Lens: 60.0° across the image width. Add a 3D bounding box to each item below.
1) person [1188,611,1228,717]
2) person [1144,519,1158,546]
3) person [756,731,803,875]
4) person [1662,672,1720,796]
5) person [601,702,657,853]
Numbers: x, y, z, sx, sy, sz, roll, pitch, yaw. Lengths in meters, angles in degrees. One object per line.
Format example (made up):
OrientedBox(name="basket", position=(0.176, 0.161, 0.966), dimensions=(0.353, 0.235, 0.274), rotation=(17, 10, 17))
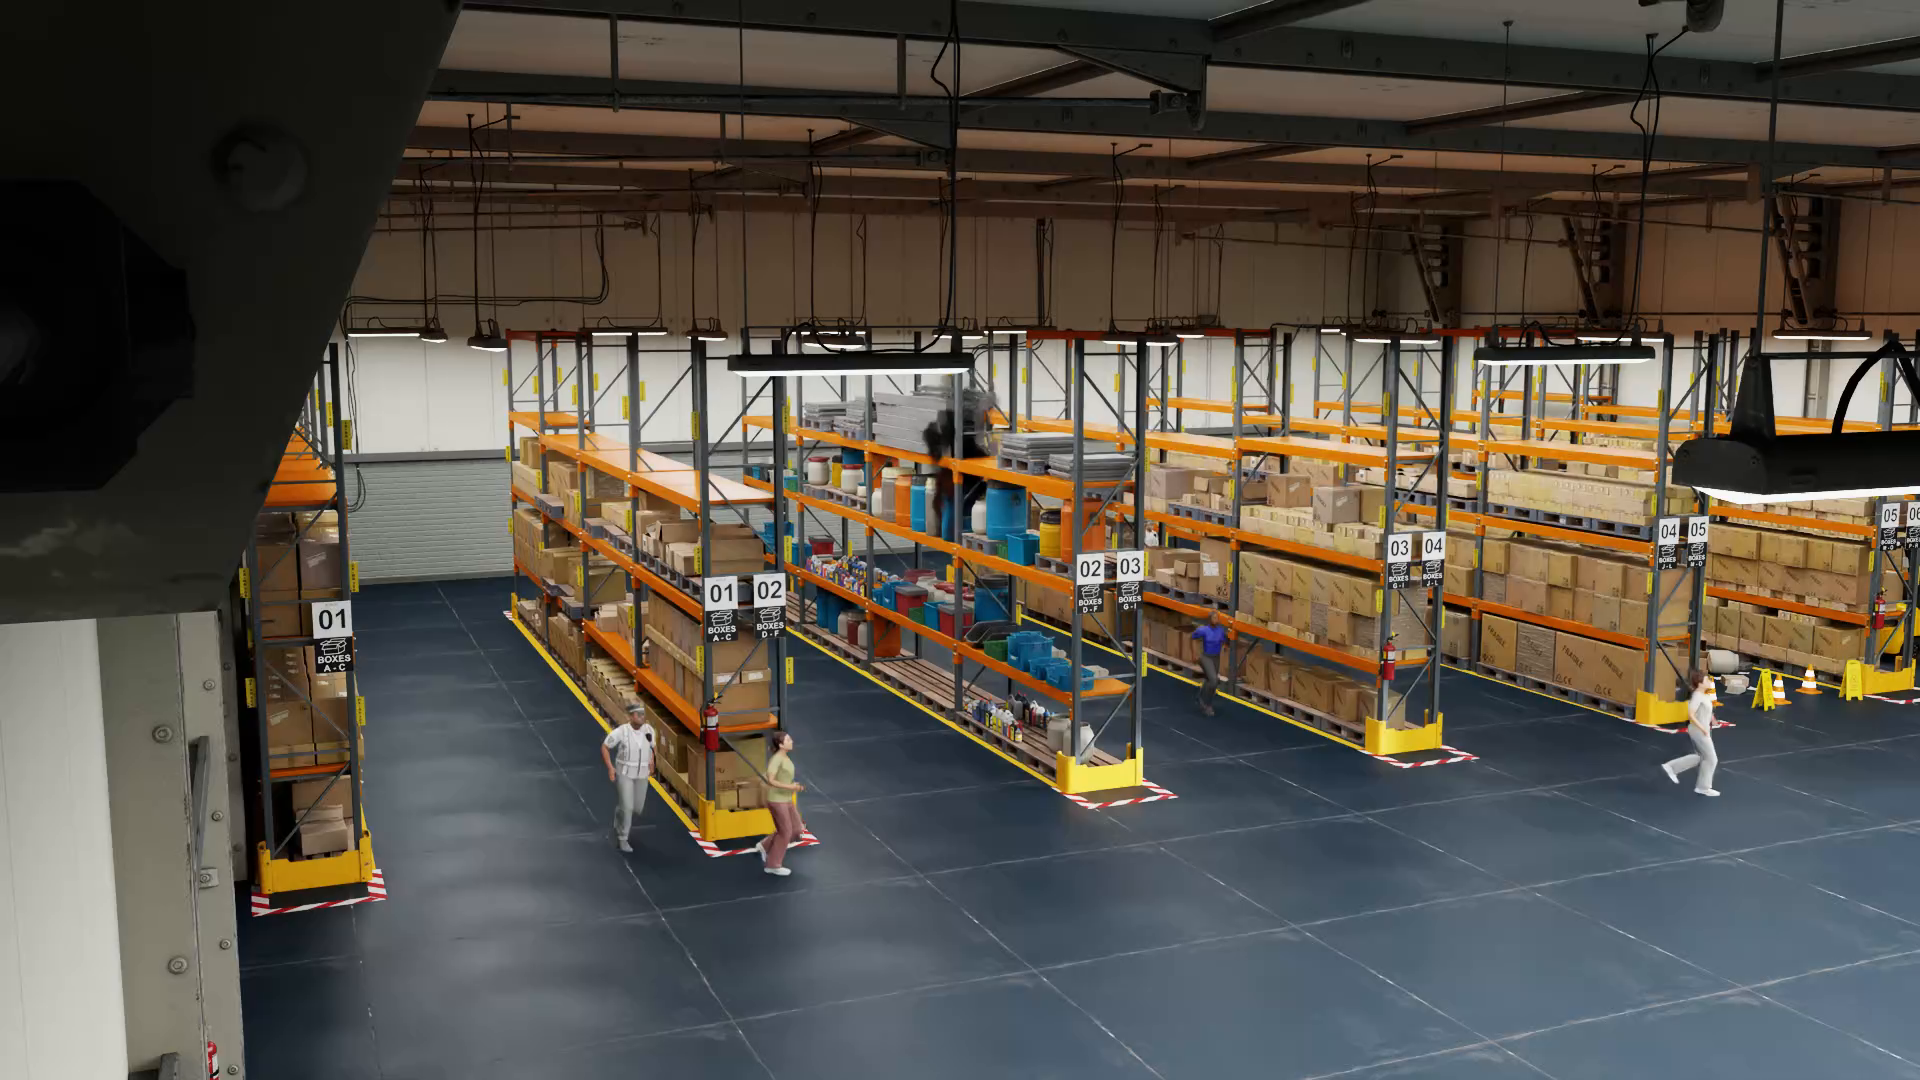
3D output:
OrientedBox(name="person", position=(3.965, 1.953, 26.301), dimensions=(0.536, 1.690, 0.801), rotation=(-5, 9, -30))
OrientedBox(name="person", position=(4.268, 0.382, 37.600), dimensions=(0.582, 1.752, 0.763), rotation=(-4, 9, -25))
OrientedBox(name="person", position=(-2.035, 2.973, 18.953), dimensions=(0.578, 1.621, 0.601), rotation=(1, 8, 9))
OrientedBox(name="person", position=(9.702, 2.547, 21.983), dimensions=(0.720, 1.656, 0.564), rotation=(3, 8, 20))
OrientedBox(name="person", position=(-3.945, 2.795, 19.947), dimensions=(0.702, 1.749, 0.734), rotation=(-5, 9, -34))
